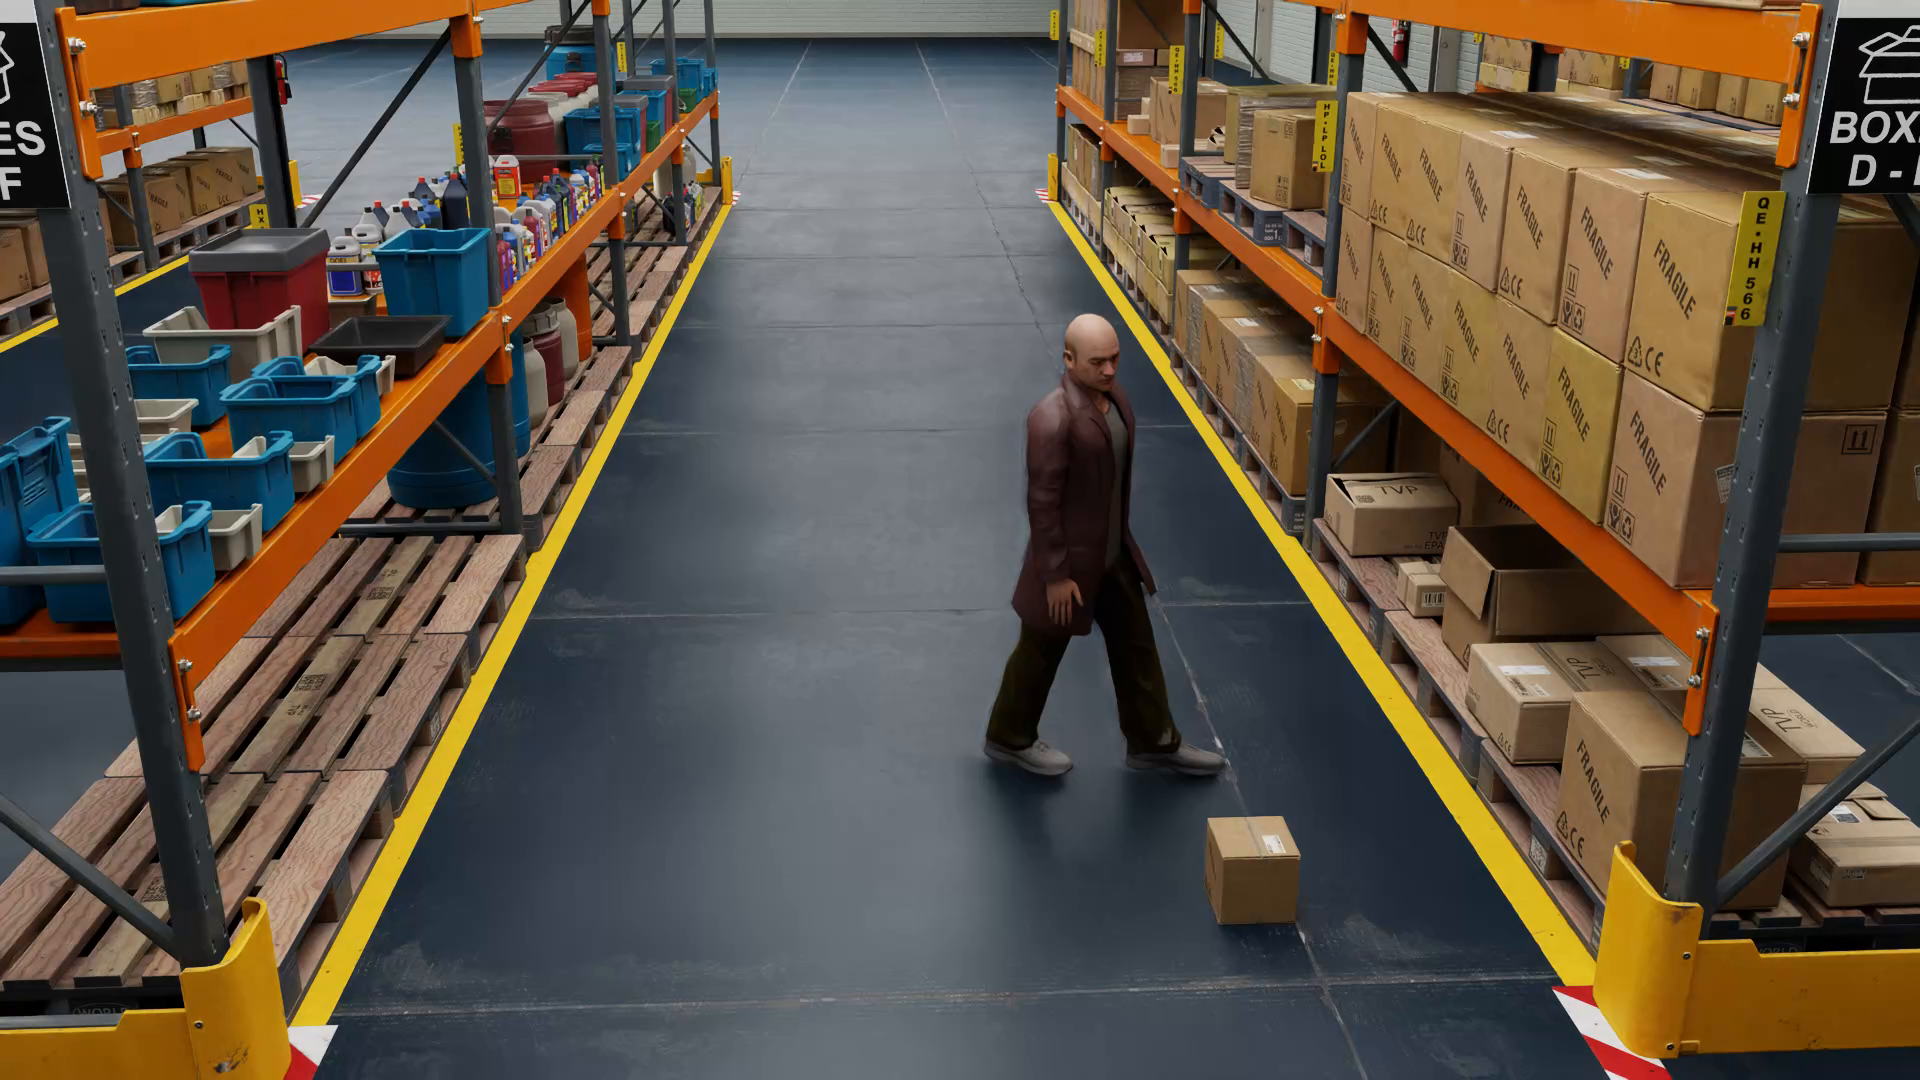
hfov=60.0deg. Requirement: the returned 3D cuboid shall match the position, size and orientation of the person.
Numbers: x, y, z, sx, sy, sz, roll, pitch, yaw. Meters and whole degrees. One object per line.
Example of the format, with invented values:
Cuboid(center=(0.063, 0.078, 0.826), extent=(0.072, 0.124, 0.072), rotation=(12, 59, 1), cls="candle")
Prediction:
Cuboid(center=(0.480, 0.055, 5.902), extent=(0.844, 1.752, 0.636), rotation=(14, 24, 33), cls="person")
